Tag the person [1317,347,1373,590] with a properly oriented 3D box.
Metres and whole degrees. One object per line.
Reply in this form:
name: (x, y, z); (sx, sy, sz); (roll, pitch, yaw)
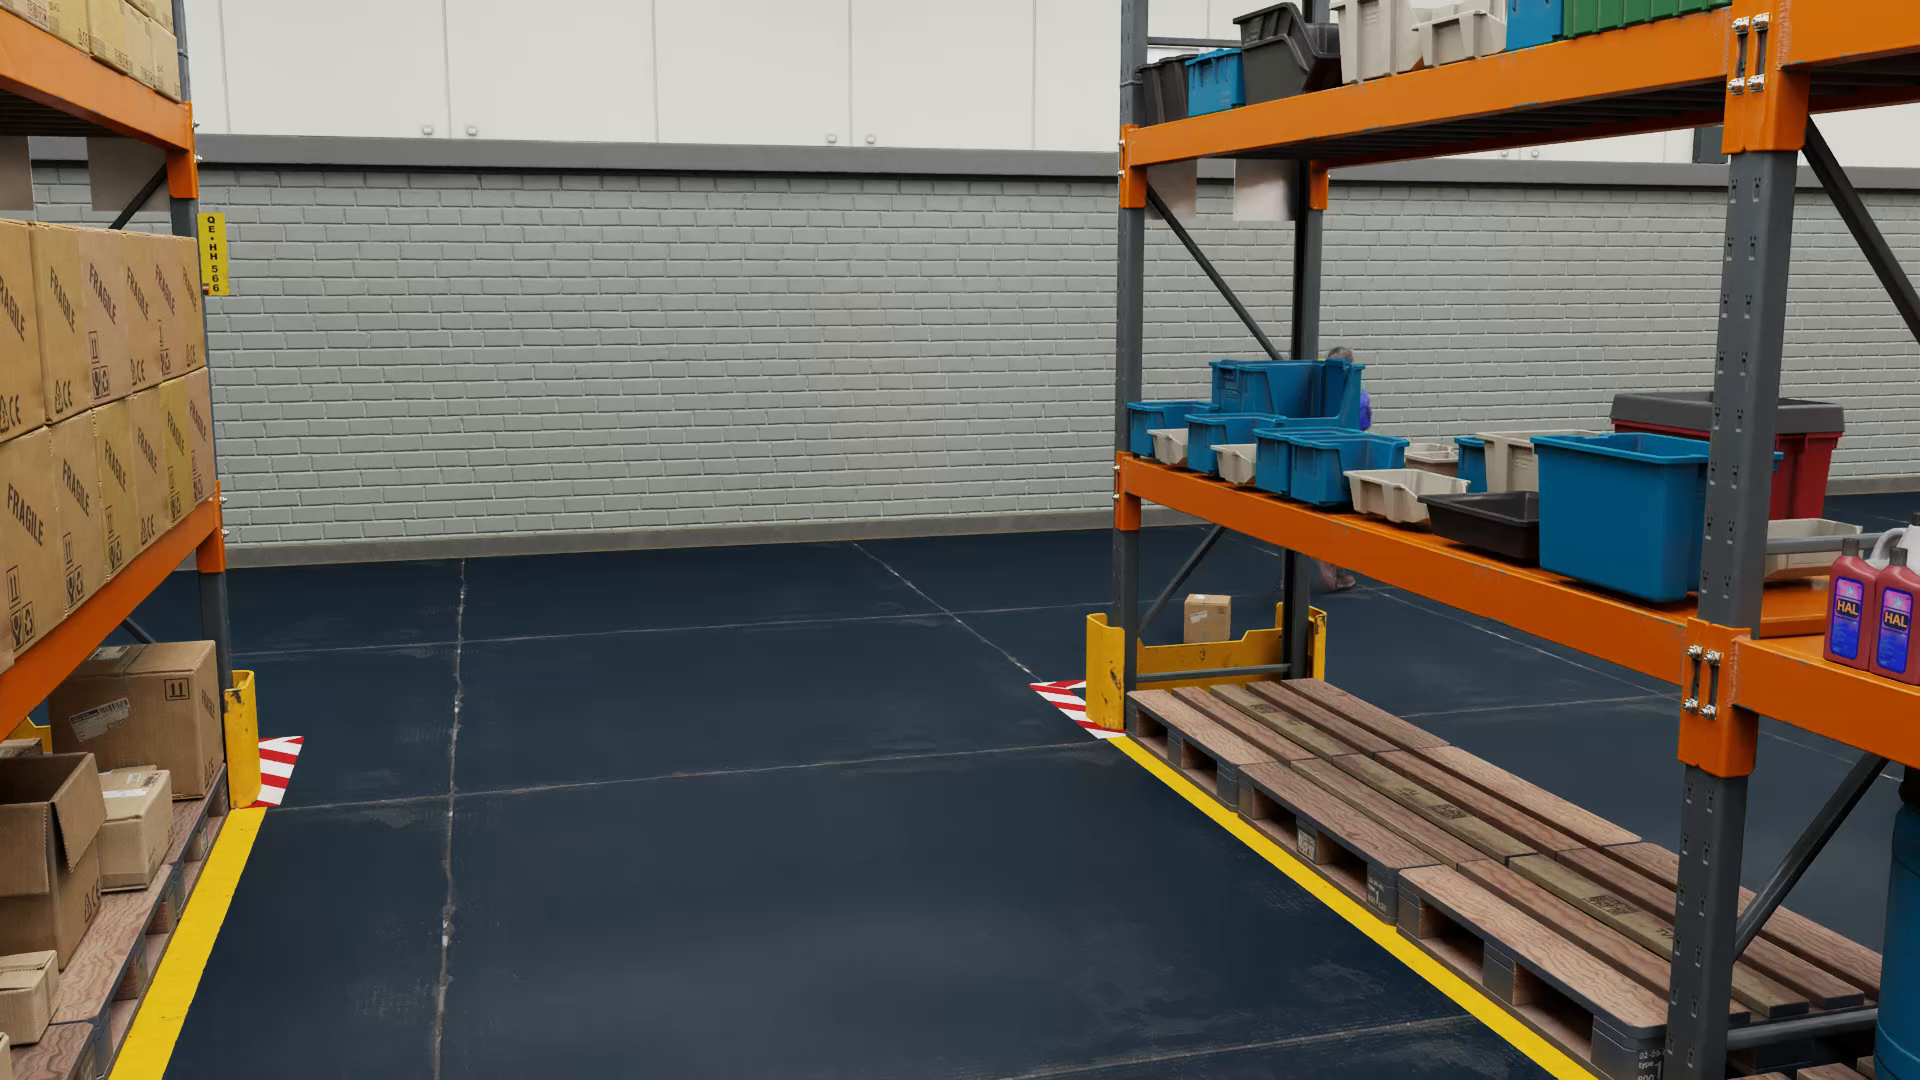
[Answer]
person: (2.530, -0.464, 11.092); (0.605, 1.638, 0.447); (-9, 13, -43)
